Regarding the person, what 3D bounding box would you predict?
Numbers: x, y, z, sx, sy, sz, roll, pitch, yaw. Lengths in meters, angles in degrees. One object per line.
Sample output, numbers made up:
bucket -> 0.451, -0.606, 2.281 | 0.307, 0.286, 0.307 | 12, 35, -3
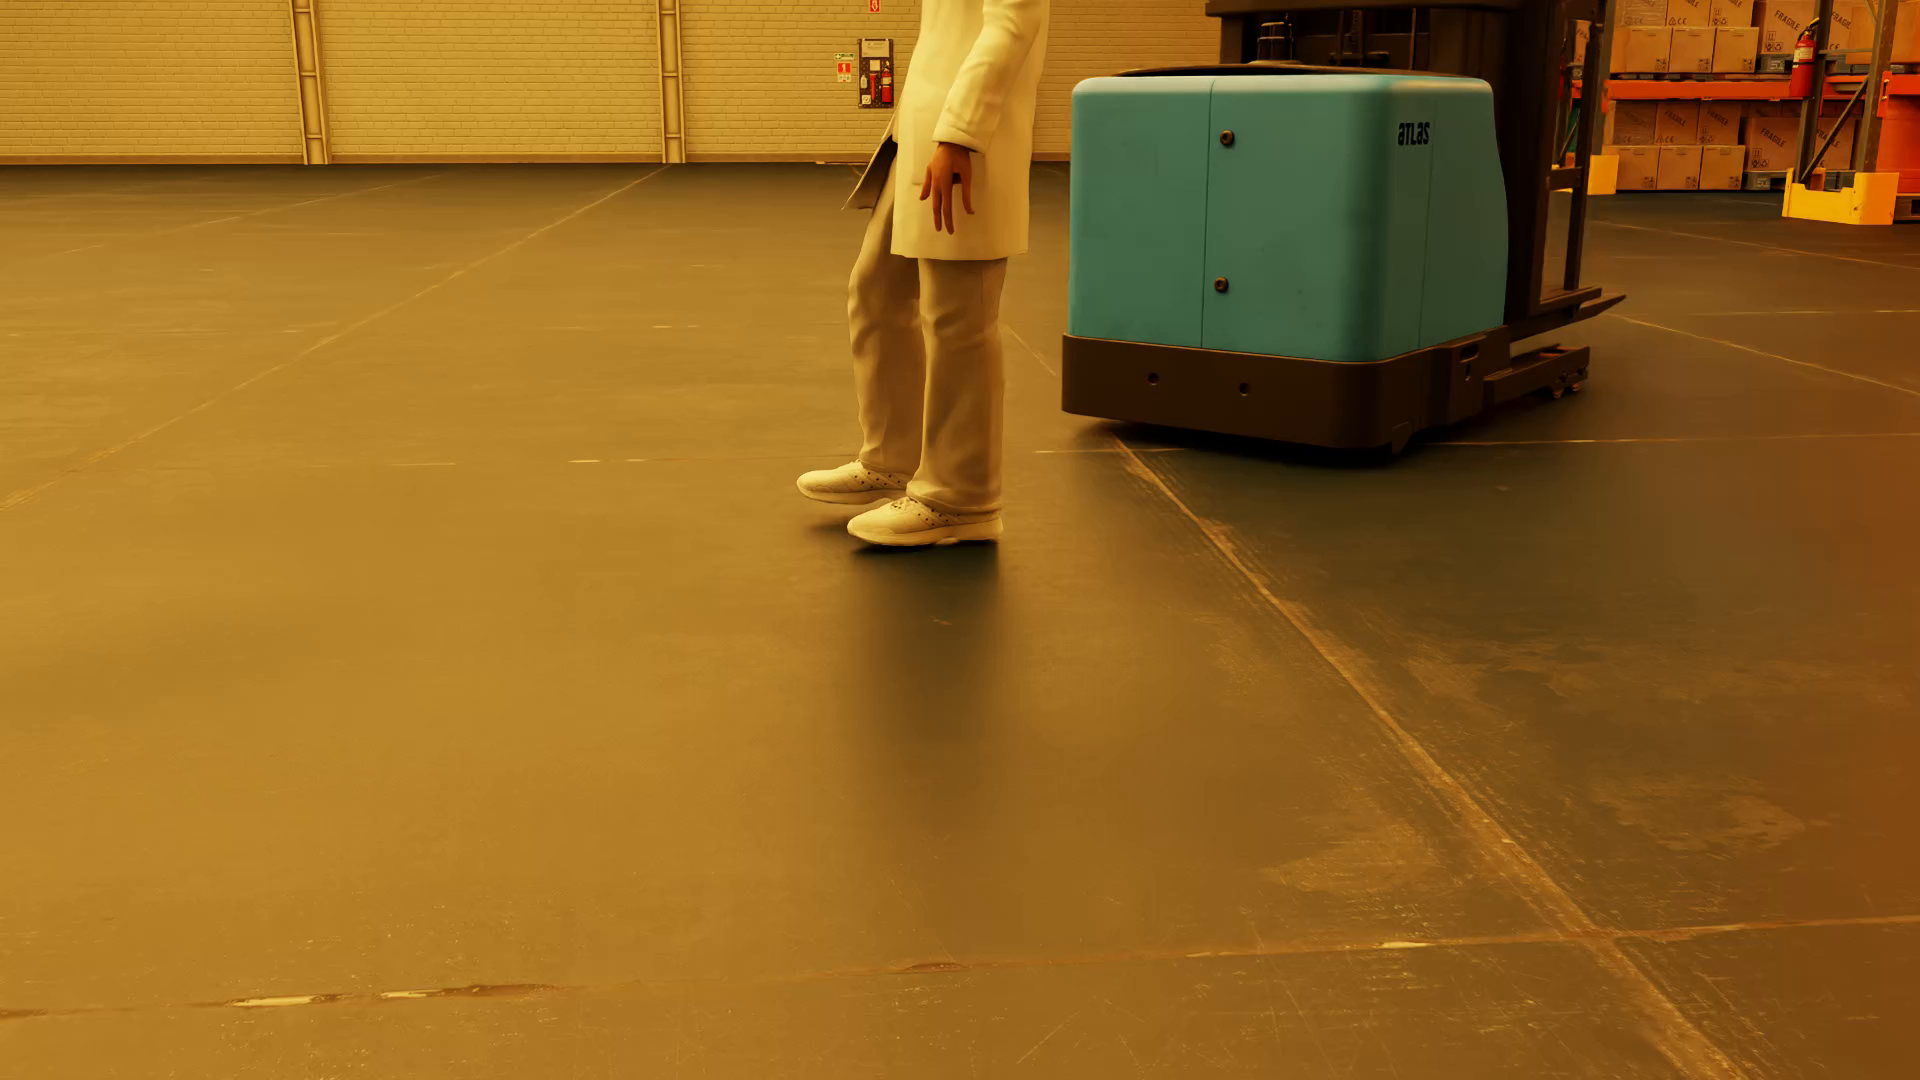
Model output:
person -> -0.091, -0.866, 3.703 | 0.581, 1.777, 0.698 | -1, 15, -5

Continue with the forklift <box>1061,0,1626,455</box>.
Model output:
forklift -> 1.608, -1.976, 5.687 | 1.130, 2.935, 3.031 | 11, 18, 36
